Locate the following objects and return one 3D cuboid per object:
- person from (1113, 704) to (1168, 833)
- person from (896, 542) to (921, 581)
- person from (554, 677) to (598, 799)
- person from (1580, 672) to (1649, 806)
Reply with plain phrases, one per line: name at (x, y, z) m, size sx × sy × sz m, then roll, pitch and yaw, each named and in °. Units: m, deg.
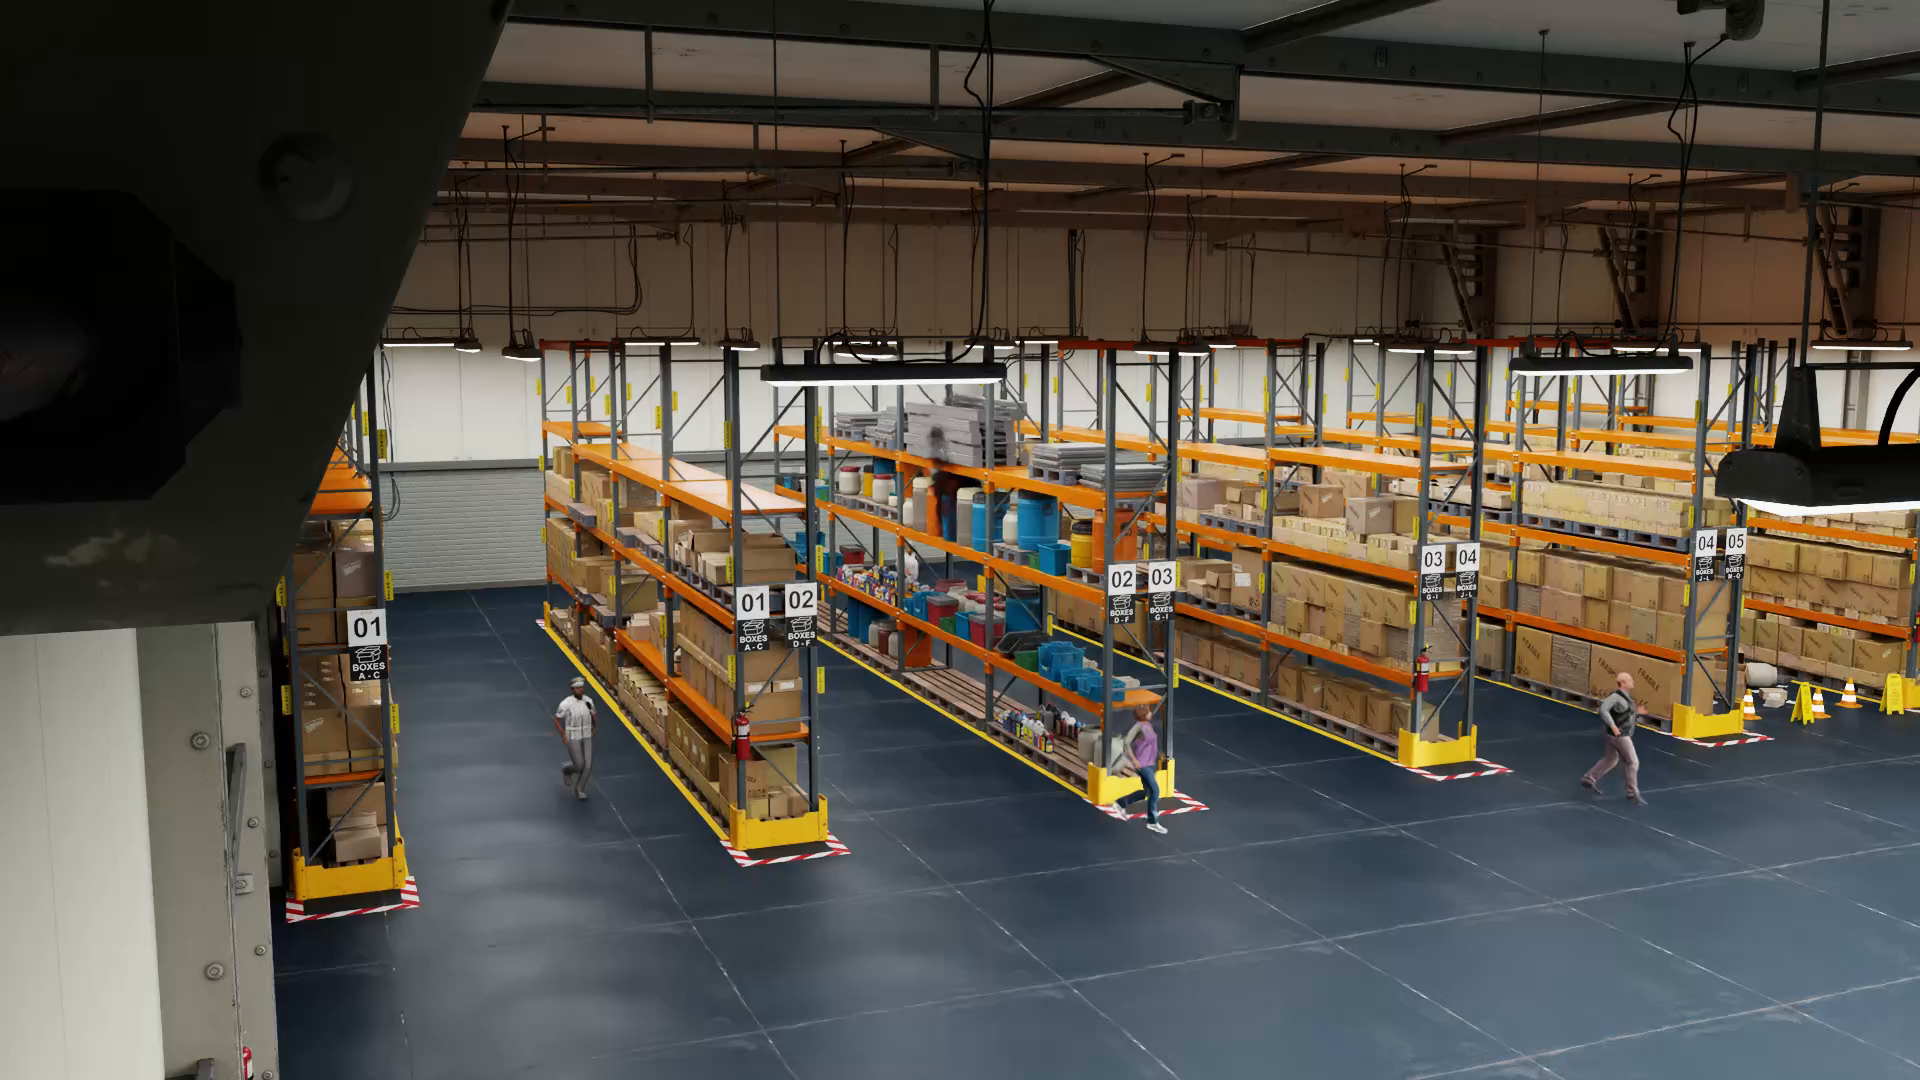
person at (2.307, 2.852, 20.934) m, size 0.720 × 1.579 × 0.579 m, roll 3°, pitch 8°, yaw 23°
person at (-1.153, 0.856, 35.971) m, size 0.600 × 1.674 × 0.865 m, roll -5°, pitch 9°, yaw -34°
person at (-5.092, 2.633, 22.226) m, size 0.574 × 1.649 × 0.561 m, roll -5°, pitch 9°, yaw -36°
person at (8.729, 2.618, 22.084) m, size 0.858 × 1.762 × 0.636 m, roll 3°, pitch 8°, yaw 21°
